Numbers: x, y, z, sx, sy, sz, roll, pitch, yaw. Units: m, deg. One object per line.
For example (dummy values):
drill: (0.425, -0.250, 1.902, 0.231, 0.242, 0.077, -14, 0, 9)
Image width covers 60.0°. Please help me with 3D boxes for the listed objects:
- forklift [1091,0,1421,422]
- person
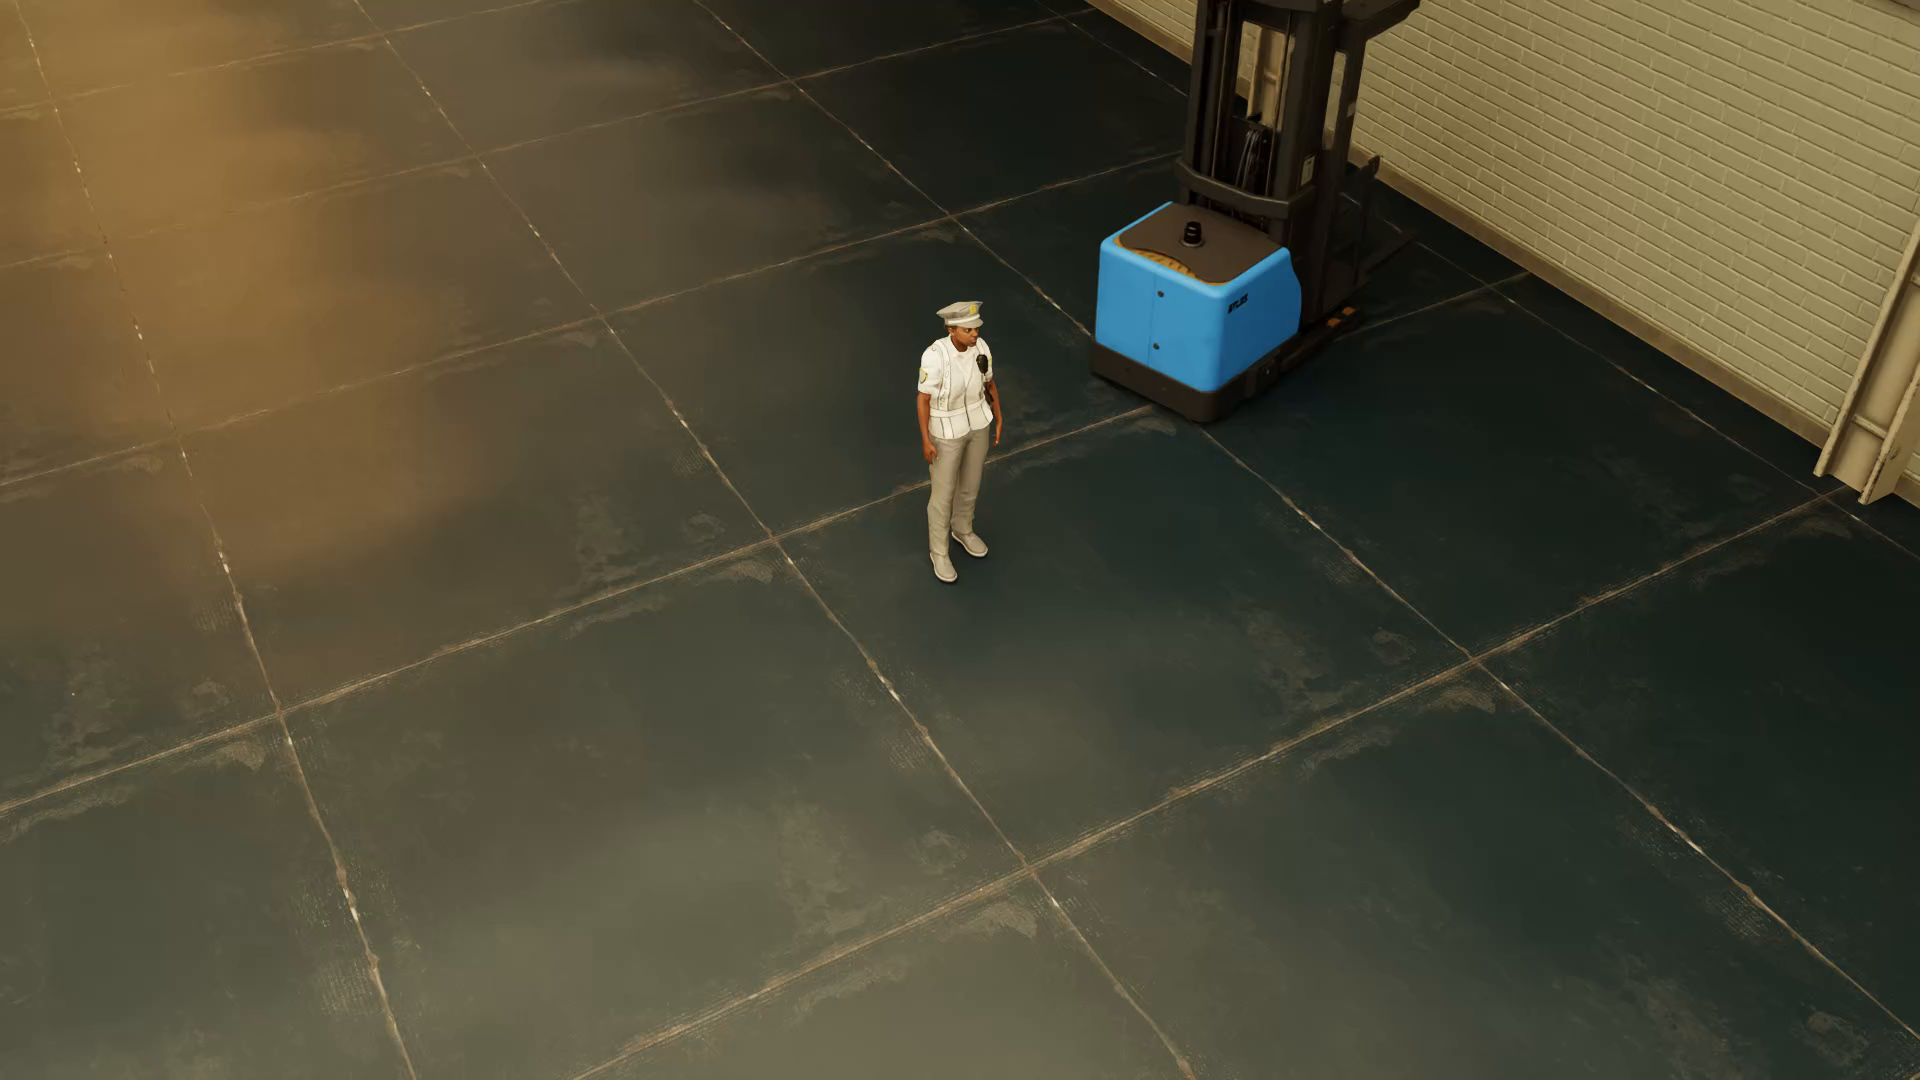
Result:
forklift: (2.284, -2.773, 11.379, 1.130, 2.935, 3.031, 30, 48, 31)
person: (0.020, -0.610, 9.728, 0.569, 1.695, 0.528, -20, 44, -23)
